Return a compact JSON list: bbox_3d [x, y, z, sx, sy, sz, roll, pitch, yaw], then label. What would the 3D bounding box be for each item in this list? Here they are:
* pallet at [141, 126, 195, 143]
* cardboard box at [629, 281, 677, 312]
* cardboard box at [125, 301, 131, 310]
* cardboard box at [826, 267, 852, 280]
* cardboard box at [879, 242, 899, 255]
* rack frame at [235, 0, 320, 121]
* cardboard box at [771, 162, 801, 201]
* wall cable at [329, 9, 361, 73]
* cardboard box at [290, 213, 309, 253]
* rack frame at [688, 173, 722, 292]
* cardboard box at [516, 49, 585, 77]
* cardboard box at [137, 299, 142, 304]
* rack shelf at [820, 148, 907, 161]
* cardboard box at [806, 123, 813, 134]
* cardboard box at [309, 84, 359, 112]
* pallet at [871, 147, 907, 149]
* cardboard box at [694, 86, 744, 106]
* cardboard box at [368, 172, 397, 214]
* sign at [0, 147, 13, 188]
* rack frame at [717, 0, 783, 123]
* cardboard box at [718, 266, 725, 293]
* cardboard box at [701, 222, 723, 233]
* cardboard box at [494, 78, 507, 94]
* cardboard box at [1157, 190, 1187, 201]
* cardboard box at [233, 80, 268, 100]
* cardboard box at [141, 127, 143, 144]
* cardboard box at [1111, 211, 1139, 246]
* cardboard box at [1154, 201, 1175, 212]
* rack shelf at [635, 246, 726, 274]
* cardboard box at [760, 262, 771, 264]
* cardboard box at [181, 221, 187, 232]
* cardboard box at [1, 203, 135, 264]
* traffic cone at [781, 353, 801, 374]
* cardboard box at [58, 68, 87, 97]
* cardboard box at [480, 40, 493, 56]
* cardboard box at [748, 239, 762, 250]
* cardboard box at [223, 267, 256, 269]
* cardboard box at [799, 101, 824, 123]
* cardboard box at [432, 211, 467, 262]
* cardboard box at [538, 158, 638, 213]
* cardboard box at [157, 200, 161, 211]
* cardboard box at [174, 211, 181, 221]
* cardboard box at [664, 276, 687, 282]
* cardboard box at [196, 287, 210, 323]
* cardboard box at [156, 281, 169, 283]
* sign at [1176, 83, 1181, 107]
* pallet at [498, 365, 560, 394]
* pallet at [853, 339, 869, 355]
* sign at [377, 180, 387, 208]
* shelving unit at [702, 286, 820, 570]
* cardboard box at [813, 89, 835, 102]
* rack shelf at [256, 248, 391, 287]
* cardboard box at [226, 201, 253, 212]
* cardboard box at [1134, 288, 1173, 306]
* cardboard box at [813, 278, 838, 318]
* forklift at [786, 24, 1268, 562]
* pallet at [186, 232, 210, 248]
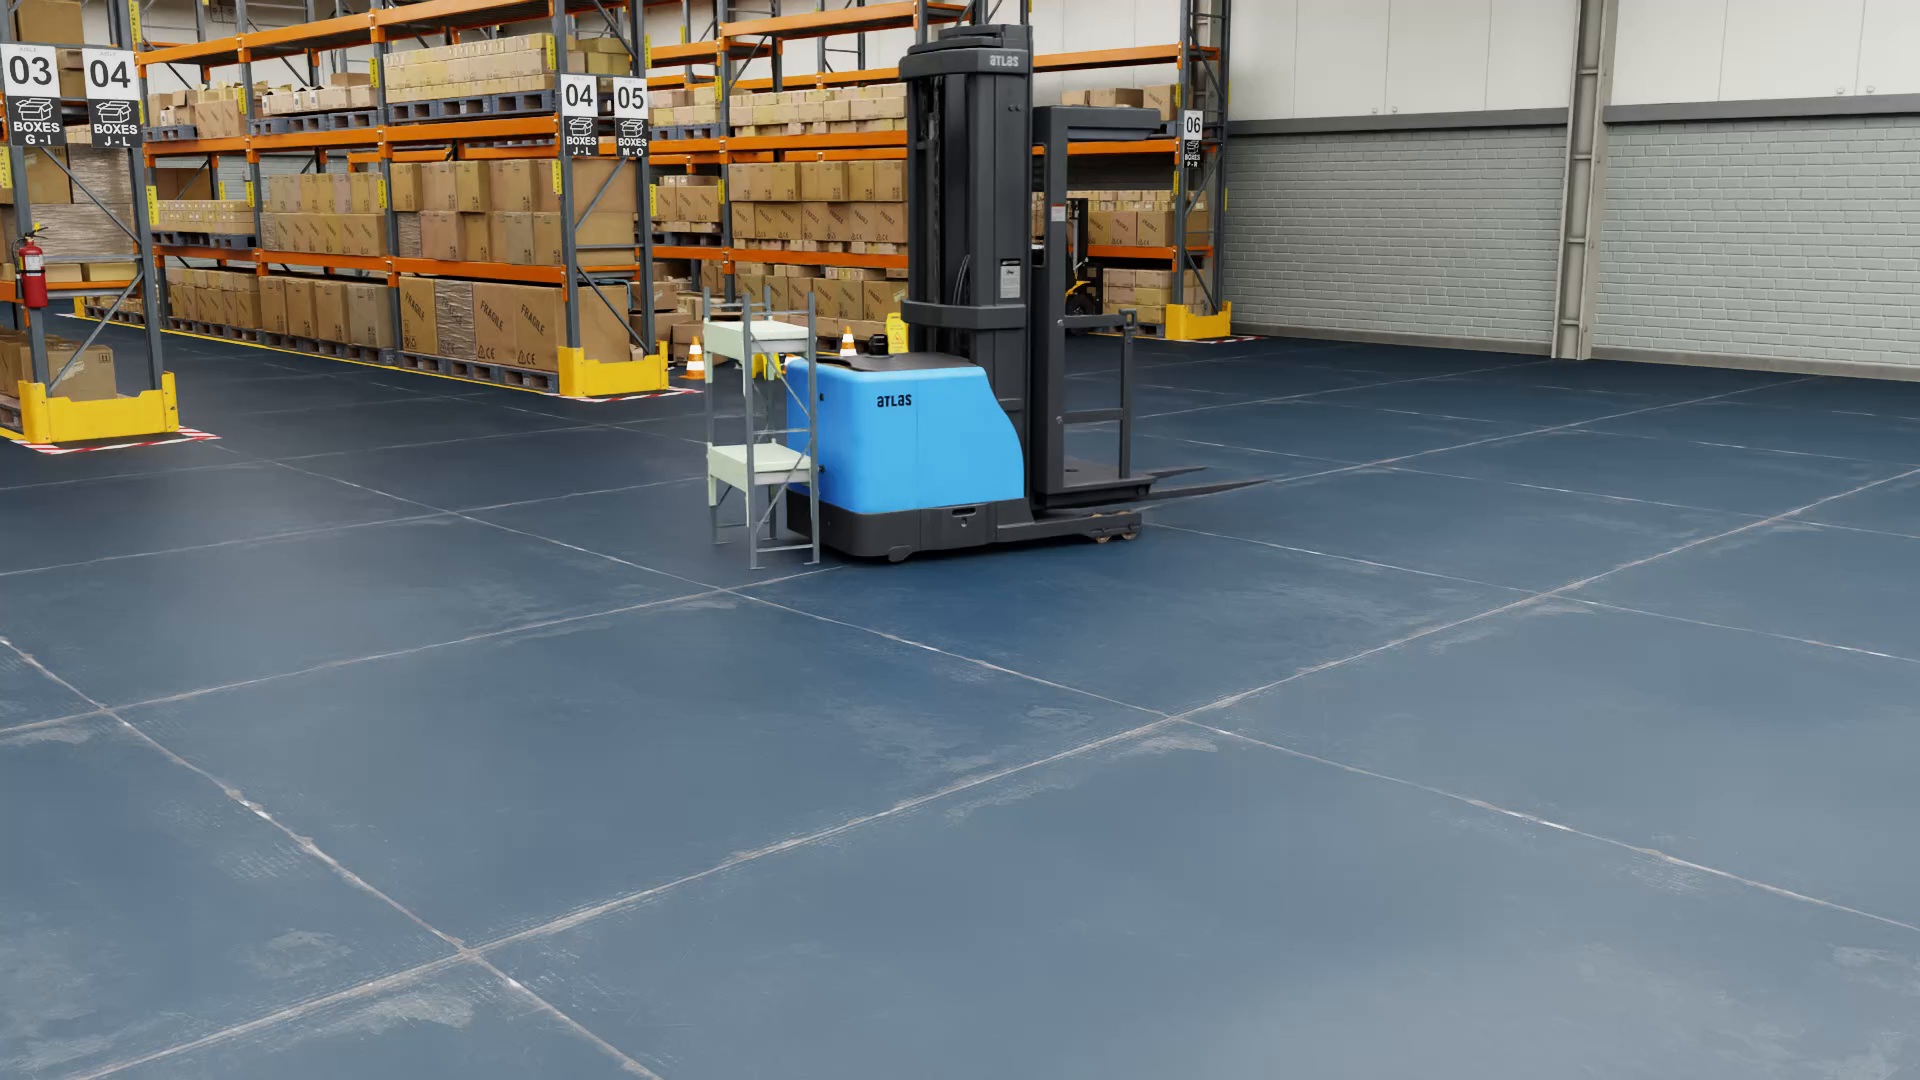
[{"bbox_3d":[-11.580,-6.057,24.910,1.213,0.211,1.003,-11,16,-43],"label":"pallet"},{"bbox_3d":[-4.161,-3.216,22.407,0.500,0.500,0.500,-11,16,-43],"label":"cardboard box"},{"bbox_3d":[-13.293,-3.803,26.959,0.380,0.149,0.250,-11,16,-41],"label":"cardboard box"},{"bbox_3d":[-1.528,-3.483,21.690,0.380,0.149,0.250,-10,15,-40],"label":"cardboard box"},{"bbox_3d":[-0.800,-3.662,20.873,0.380,0.149,0.250,-11,16,-43],"label":"cardboard box"},{"bbox_3d":[-9.167,-7.140,22.265,1.000,3.000,0.127,-11,16,-43],"label":"rack frame"},{"bbox_3d":[-2.083,-4.757,22.106,0.700,0.500,0.500,-11,16,-44],"label":"cardboard box"},{"bbox_3d":[-12.727,-10.308,37.551,2.988,3.039,0.133,-11,16,-43],"label":"wall cable"},{"bbox_3d":[-8.351,-4.000,21.643,0.500,0.500,0.500,-11,16,-43],"label":"cardboard box"},{"bbox_3d":[-4.832,-6.182,32.483,1.000,3.000,0.127,-11,16,-43],"label":"rack frame"},{"bbox_3d":[-4.182,-4.862,16.991,0.500,0.250,0.500,-11,16,-42],"label":"cardboard box"},{"bbox_3d":[-12.771,-3.816,26.288,0.250,0.149,0.380,11,16,43],"label":"cardboard box"},{"bbox_3d":[-0.688,-6.423,28.003,1.077,0.370,4.000,-11,16,-43],"label":"rack shelf"},{"bbox_3d":[-1.790,-5.363,21.697,0.380,0.149,0.250,-11,16,-42],"label":"cardboard box"},{"bbox_3d":[-7.774,-5.523,20.783,0.500,0.311,0.500,11,16,43],"label":"cardboard box"},{"bbox_3d":[-0.762,-6.725,28.156,1.003,0.211,1.213,-10,15,-40],"label":"pallet"},{"bbox_3d":[-3.387,-6.235,23.400,0.500,0.250,0.500,-10,16,-41],"label":"cardboard box"},{"bbox_3d":[-6.752,-4.228,20.273,0.700,0.500,0.500,-11,16,-44],"label":"cardboard box"},{"bbox_3d":[-7.715,-3.005,13.410,0.100,0.325,0.005,-11,16,-43],"label":"sign"},{"bbox_3d":[-2.894,-7.260,22.851,1.000,3.000,0.127,-11,16,-43],"label":"rack frame"},{"bbox_3d":[-4.286,-4.985,31.828,0.500,0.500,0.500,-11,16,-43],"label":"cardboard box"},{"bbox_3d":[-3.449,-4.441,23.617,0.380,0.149,0.250,-11,16,-42],"label":"cardboard box"},{"bbox_3d":[-4.643,-4.747,17.419,0.380,0.149,0.250,-11,16,-42],"label":"cardboard box"},{"bbox_3d":[3.056,-4.966,23.988,0.380,0.149,0.250,-11,16,-42],"label":"cardboard box"},{"bbox_3d":[-9.634,-6.117,22.591,0.396,0.266,0.258,-11,16,-43],"label":"cardboard box"},{"bbox_3d":[-12.464,-6.215,25.581,0.500,0.250,0.500,-10,16,-41],"label":"cardboard box"},{"bbox_3d":[2.574,-4.592,24.517,0.500,0.500,0.500,-10,15,-41],"label":"cardboard box"},{"bbox_3d":[3.013,-4.809,23.963,0.380,0.149,0.250,-11,16,-42],"label":"cardboard box"},{"bbox_3d":[-4.276,-4.262,24.945,1.077,0.370,4.000,-11,16,-43],"label":"rack shelf"},{"bbox_3d":[-3.489,-5.131,30.931,0.250,0.149,0.380,11,16,42],"label":"cardboard box"},{"bbox_3d":[-11.084,-4.556,24.175,0.380,0.149,0.250,-11,16,-44],"label":"cardboard box"},{"bbox_3d":[-7.659,-2.636,14.288,0.875,0.500,0.500,-11,16,-43],"label":"cardboard box"},{"bbox_3d":[-1.930,-2.174,19.319,0.336,0.463,0.334,-11,16,-43],"label":"traffic cone"},{"bbox_3d":[-7.445,-3.859,14.148,0.500,0.250,0.500,-10,15,-41],"label":"cardboard box"},{"bbox_3d":[-4.820,-5.175,17.521,0.380,0.149,0.250,-11,16,-42],"label":"cardboard box"},{"bbox_3d":[-2.697,-4.079,22.898,0.380,0.149,0.250,-10,15,-41],"label":"cardboard box"},{"bbox_3d":[-10.887,-3.983,25.108,0.500,0.250,0.500,-10,15,-40],"label":"cardboard box"},{"bbox_3d":[-1.739,-5.539,21.563,0.500,0.250,0.500,-11,16,-42],"label":"cardboard box"},{"bbox_3d":[-5.457,-3.466,18.932,0.875,0.550,0.550,-11,16,-43],"label":"cardboard box"},{"bbox_3d":[-3.871,-3.696,17.368,0.875,0.550,0.550,-11,16,-43],"label":"cardboard box"},{"bbox_3d":[-11.793,-4.998,24.843,0.380,0.149,0.250,-10,16,-41],"label":"cardboard box"},{"bbox_3d":[-11.263,-4.740,24.328,0.380,0.149,0.250,-10,15,-40],"label":"cardboard box"},{"bbox_3d":[-5.675,-5.141,33.165,0.396,0.266,0.258,-10,15,-41],"label":"cardboard box"},{"bbox_3d":[-10.873,-3.470,24.475,0.500,0.500,0.500,-11,16,-42],"label":"cardboard box"},{"bbox_3d":[-12.936,-4.155,27.196,0.250,0.149,0.380,11,16,43],"label":"cardboard box"},{"bbox_3d":[3.053,-6.221,23.241,0.100,0.325,0.005,-11,16,-43],"label":"sign"},{"bbox_3d":[-4.251,-1.774,17.998,1.003,0.211,1.213,-11,16,-43],"label":"pallet"},{"bbox_3d":[-0.720,-2.507,21.557,1.003,0.211,1.213,-11,16,-43],"label":"pallet"},{"bbox_3d":[-6.790,-4.069,19.554,0.100,0.325,0.005,-11,16,-43],"label":"sign"},{"bbox_3d":[-1.125,-0.655,9.372,0.431,1.500,0.755,-5,13,-25],"label":"shelving unit"},{"bbox_3d":[-1.662,-5.702,21.368,0.380,0.149,0.250,-10,16,-41],"label":"cardboard box"},{"bbox_3d":[-7.786,-3.557,21.526,1.077,0.370,4.000,-11,16,-43],"label":"rack shelf"},{"bbox_3d":[-9.837,-4.583,22.830,0.250,0.149,0.380,11,16,43],"label":"cardboard box"},{"bbox_3d":[2.893,-3.562,24.301,0.500,0.250,0.500,-11,16,-43],"label":"cardboard box"},{"bbox_3d":[-1.580,-3.195,21.903,0.500,0.500,0.500,11,16,44],"label":"cardboard box"},{"bbox_3d":[0.501,-1.509,9.971,3.031,2.935,1.130,-7,13,-29],"label":"forklift"},{"bbox_3d":[-10.564,-4.391,24.264,1.003,0.211,1.213,-11,16,-43],"label":"pallet"}]
